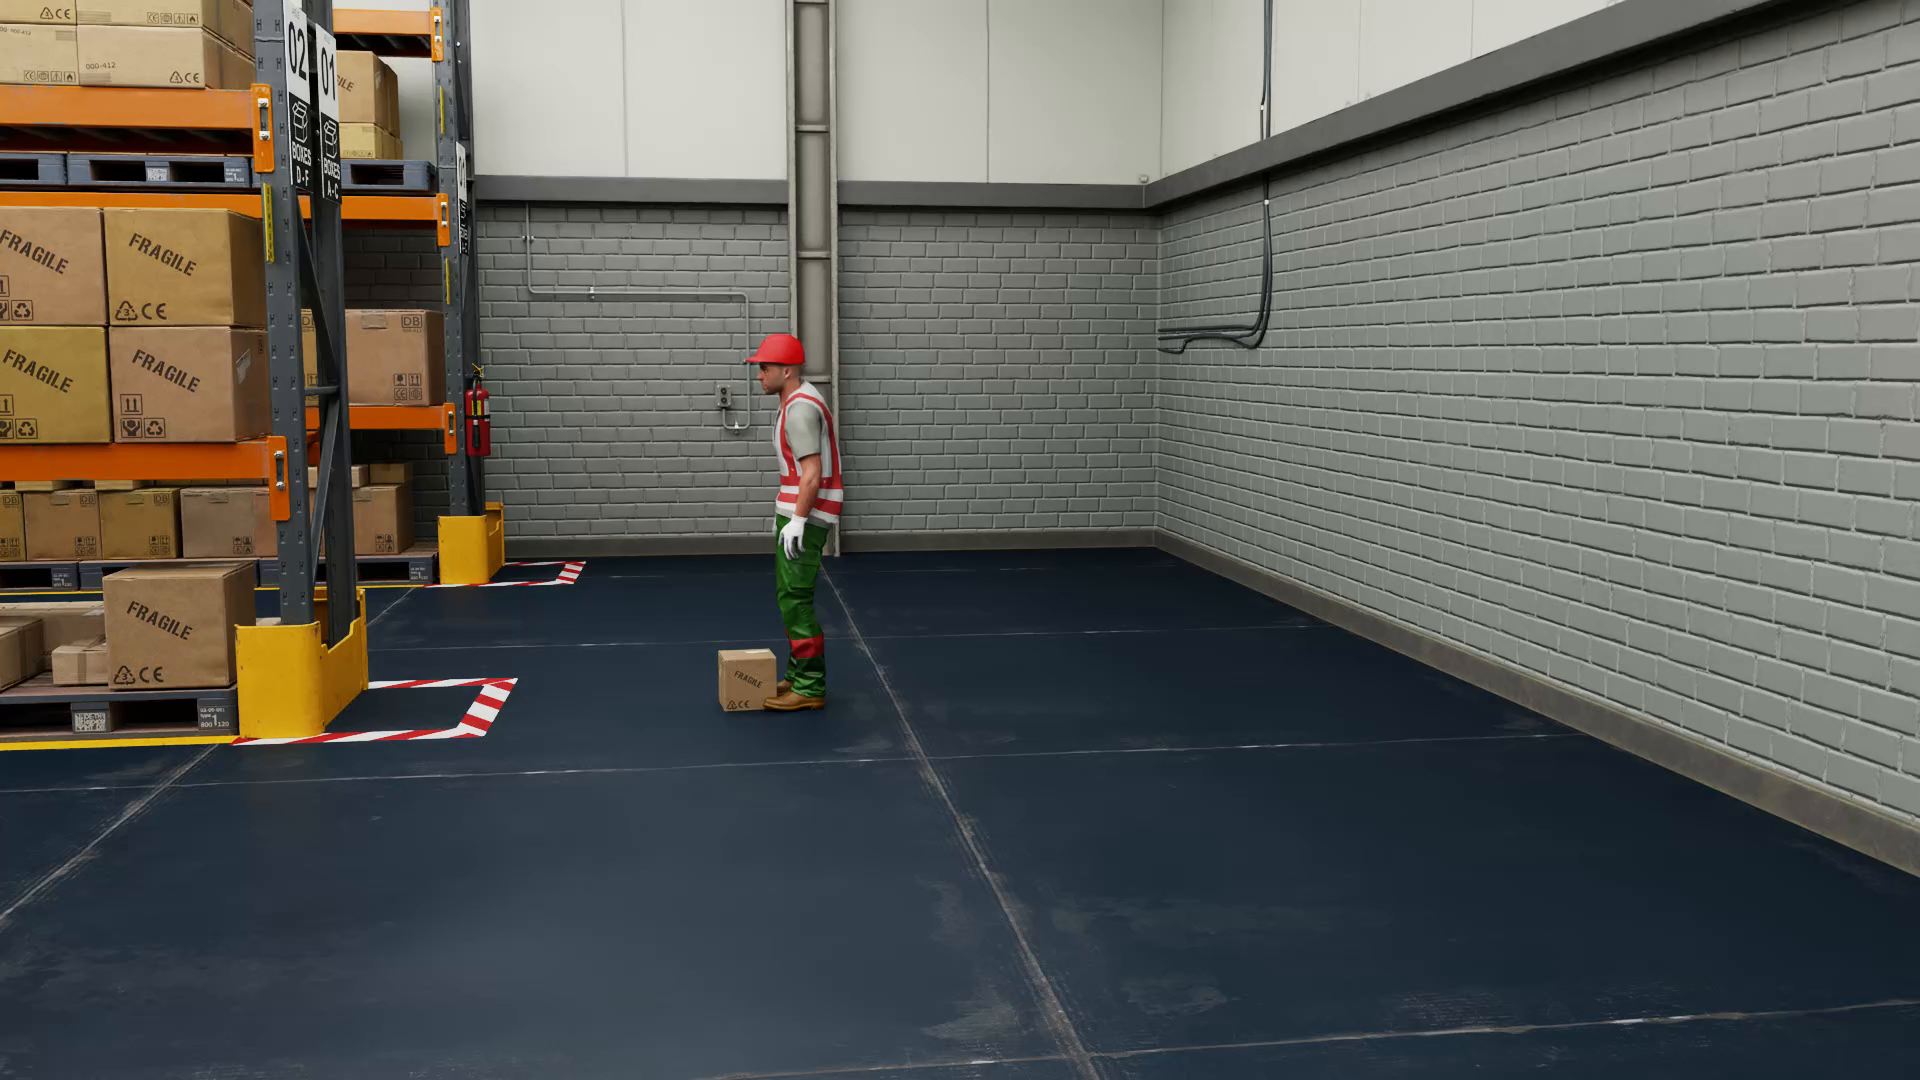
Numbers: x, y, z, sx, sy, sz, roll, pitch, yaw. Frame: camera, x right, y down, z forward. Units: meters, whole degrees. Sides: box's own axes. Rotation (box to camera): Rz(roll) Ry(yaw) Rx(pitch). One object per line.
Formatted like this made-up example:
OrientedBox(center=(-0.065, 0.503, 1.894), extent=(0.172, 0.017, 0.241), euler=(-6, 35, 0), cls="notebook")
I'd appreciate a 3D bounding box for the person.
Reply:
OrientedBox(center=(-0.791, -0.090, 7.947), extent=(0.450, 1.778, 0.605), euler=(-1, 7, -10), cls="person")
